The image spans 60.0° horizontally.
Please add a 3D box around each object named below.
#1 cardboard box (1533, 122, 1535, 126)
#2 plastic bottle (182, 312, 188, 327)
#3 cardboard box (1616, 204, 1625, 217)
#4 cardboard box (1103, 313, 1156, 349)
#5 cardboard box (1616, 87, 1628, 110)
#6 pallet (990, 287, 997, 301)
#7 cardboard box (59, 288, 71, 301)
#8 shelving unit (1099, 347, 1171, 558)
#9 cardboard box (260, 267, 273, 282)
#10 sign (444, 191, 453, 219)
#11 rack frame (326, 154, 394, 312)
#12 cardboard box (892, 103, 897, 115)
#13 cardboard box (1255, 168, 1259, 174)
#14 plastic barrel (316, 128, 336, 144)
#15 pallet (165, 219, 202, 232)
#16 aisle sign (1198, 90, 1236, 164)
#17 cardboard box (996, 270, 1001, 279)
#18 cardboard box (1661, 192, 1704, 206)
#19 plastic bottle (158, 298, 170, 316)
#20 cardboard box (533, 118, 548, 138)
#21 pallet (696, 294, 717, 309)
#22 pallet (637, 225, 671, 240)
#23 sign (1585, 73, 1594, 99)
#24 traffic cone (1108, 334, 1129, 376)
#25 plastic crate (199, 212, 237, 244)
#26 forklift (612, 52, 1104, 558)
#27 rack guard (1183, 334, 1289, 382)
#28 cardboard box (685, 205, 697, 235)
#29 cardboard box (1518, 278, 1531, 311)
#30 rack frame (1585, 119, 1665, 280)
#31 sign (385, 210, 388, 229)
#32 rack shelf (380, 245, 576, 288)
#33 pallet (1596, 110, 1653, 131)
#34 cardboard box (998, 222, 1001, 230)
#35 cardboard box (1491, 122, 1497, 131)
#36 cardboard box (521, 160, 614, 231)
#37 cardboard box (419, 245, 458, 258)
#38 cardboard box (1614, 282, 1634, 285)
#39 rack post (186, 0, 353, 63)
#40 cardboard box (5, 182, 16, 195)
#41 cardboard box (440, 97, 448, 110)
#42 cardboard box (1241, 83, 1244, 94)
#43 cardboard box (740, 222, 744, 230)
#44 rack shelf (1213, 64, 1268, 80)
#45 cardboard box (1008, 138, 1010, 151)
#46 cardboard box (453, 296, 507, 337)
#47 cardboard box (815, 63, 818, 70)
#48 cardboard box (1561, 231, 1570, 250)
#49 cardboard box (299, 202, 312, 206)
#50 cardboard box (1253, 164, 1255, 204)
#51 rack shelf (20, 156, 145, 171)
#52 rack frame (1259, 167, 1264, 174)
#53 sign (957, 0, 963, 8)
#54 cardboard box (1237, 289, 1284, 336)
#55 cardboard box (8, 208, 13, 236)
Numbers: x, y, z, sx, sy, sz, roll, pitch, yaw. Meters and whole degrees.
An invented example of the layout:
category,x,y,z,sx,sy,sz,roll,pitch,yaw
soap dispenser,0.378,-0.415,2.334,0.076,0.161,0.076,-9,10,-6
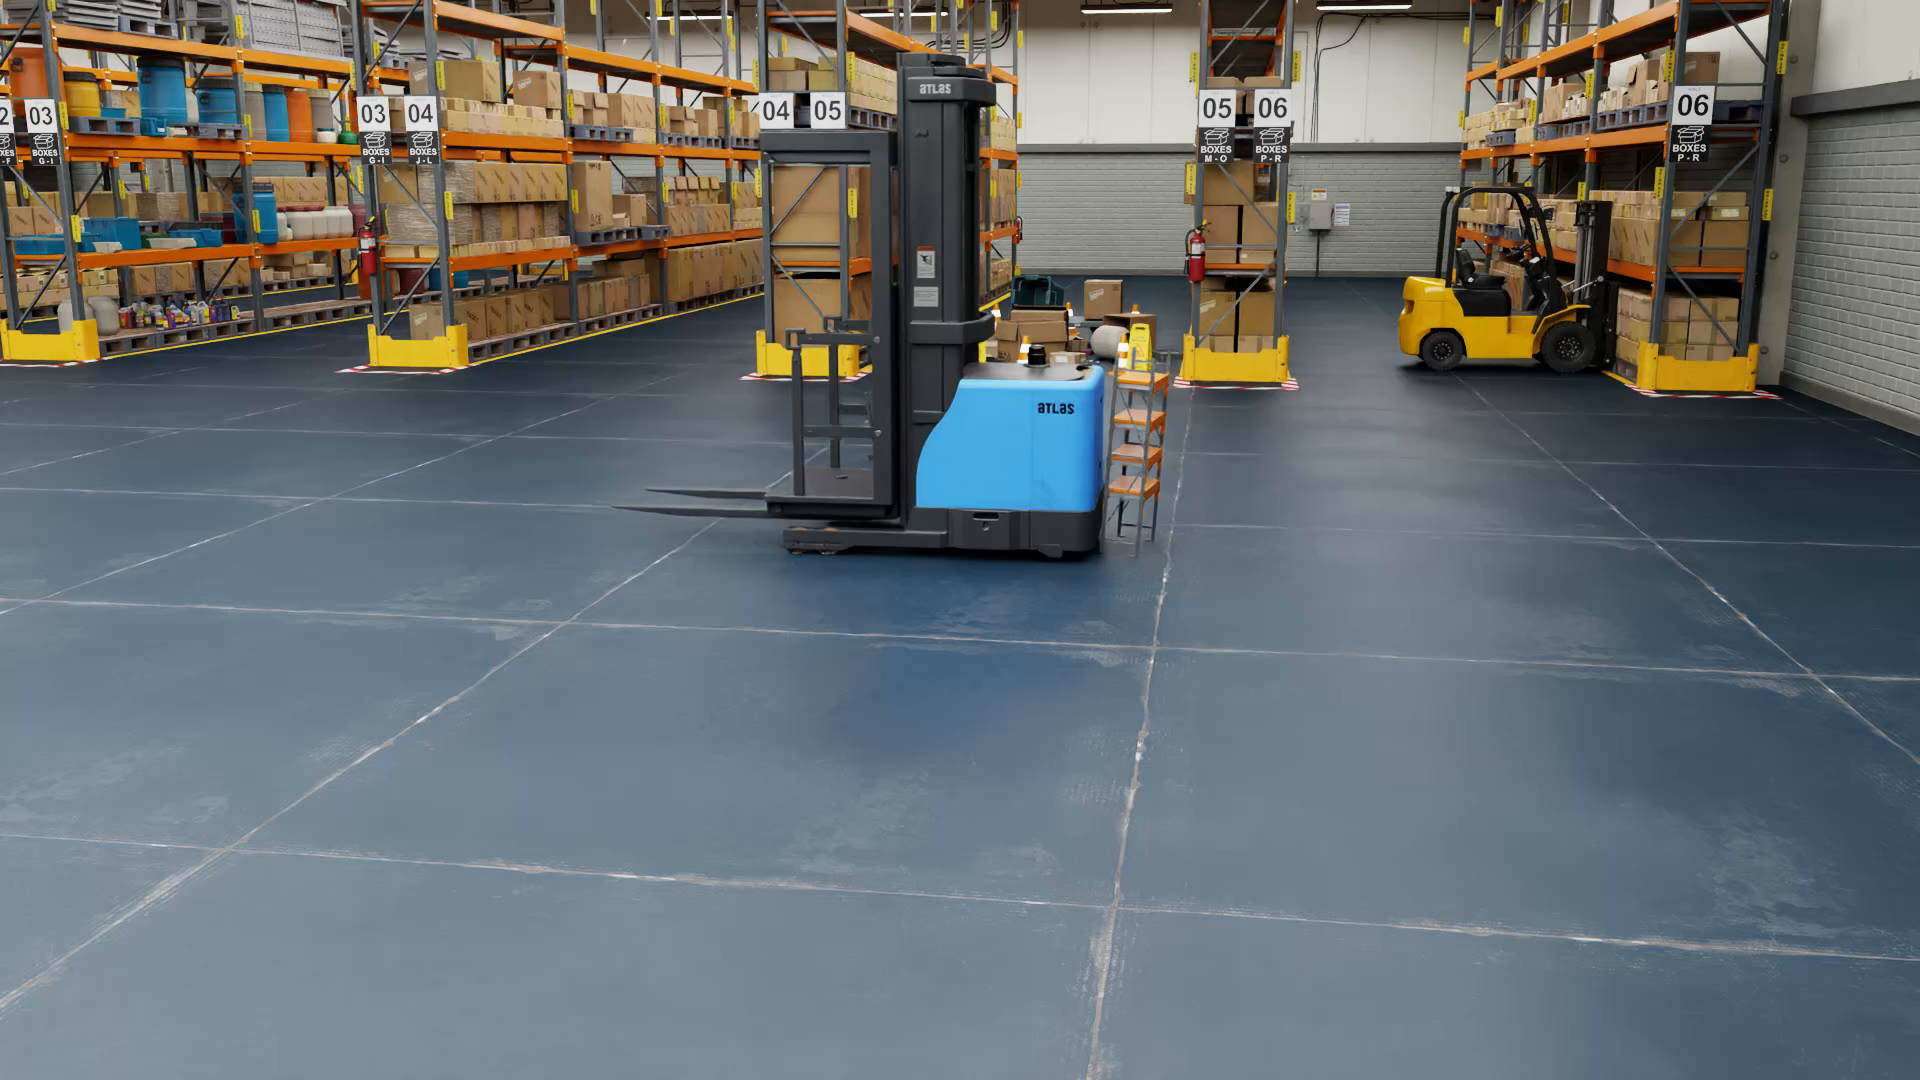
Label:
category,x,y,z,sx,sy,sz,roll,pitch,yaw
cardboard box,9.136,-6.511,25.877,0.380,0.149,0.250,2,12,7
plastic bottle,-10.891,-3.092,23.319,0.097,0.201,0.097,0,12,0
cardboard box,8.079,-3.943,19.891,0.380,0.149,0.250,2,12,7
cardboard box,2.231,-2.716,21.905,0.500,0.500,0.500,-10,16,-40
cardboard box,8.117,-5.312,19.985,0.396,0.266,0.258,2,12,7
pallet,0.132,-4.698,31.794,1.003,0.211,1.213,2,12,9
cardboard box,-15.221,-4.123,28.035,0.500,0.250,0.500,2,12,10
shelving unit,1.069,-0.541,10.119,0.258,1.200,0.503,7,14,16
cardboard box,-14.331,-5.405,33.792,0.500,0.311,0.500,2,12,9
sign,-6.131,-4.010,19.925,0.100,0.325,0.005,2,12,9
rack frame,-10.331,-5.430,28.570,1.000,3.000,0.127,2,12,9
cardboard box,-1.023,-5.607,21.634,0.380,0.149,0.250,2,12,9
cardboard box,5.276,-6.693,30.281,0.380,0.149,0.250,2,12,8
plastic barrel,-10.296,-6.557,27.005,0.301,0.262,0.301,0,12,0
pallet,-14.930,-5.903,31.218,1.003,0.211,1.213,2,12,9
aisle sign,2.829,-4.551,18.318,0.394,0.787,0.004,2,12,9
cardboard box,0.599,-5.213,32.628,0.380,0.149,0.250,2,12,8
cardboard box,7.877,-3.716,18.133,0.380,0.149,0.250,2,12,9
plastic bottle,-11.509,-3.324,24.040,0.144,0.351,0.185,1,12,6
cardboard box,-5.955,-5.618,22.679,0.500,0.250,0.500,2,12,10
pallet,-5.051,-4.321,30.045,1.003,0.211,1.213,2,12,9
pallet,-5.441,-5.024,27.141,1.213,0.211,1.003,2,12,9
sign,8.108,-5.844,21.398,0.100,0.325,0.005,2,12,9
traffic cone,1.916,-2.174,19.485,0.336,0.463,0.334,2,12,9
plastic crate,-11.174,-4.739,25.213,0.402,0.464,0.583,2,12,9
forklift,-0.636,-1.448,10.253,3.031,2.935,1.130,2,12,8
rack guard,3.137,-2.077,18.945,1.175,0.500,0.348,2,12,9
cardboard box,-4.941,-5.625,29.237,0.500,0.500,0.500,2,12,8
cardboard box,9.113,-3.867,26.253,0.500,0.500,0.500,2,12,10
rack frame,8.645,-3.956,21.729,1.000,3.000,0.127,2,12,9
sign,-9.786,-5.494,28.477,0.100,0.325,0.005,2,12,9
rack shelf,-6.360,-3.669,22.106,1.077,0.370,4.000,2,12,9
pallet,8.540,-5.201,20.595,1.003,0.211,1.213,2,12,9
cardboard box,0.585,-6.122,32.376,0.380,0.149,0.250,2,12,11
cardboard box,9.363,-7.117,28.639,0.380,0.149,0.250,2,12,9
cardboard box,-5.791,-5.096,24.601,1.000,1.000,1.000,2,12,9
cardboard box,-6.388,-3.533,20.364,0.380,0.149,0.250,2,12,9
cardboard box,8.172,-3.109,20.957,0.500,0.250,0.500,2,12,9
rack post,-10.728,-8.041,25.968,1.013,1.000,3.121,2,12,9
cardboard box,-19.324,-7.049,33.311,0.500,0.250,0.500,2,12,10
cardboard box,-6.396,-5.242,19.987,0.380,0.149,0.250,2,12,8
cardboard box,3.185,-5.358,19.820,0.380,0.149,0.250,2,12,7
cardboard box,-4.407,-6.085,32.205,0.380,0.149,0.250,1,12,7
rack shelf,4.663,-7.750,27.753,1.077,0.370,4.000,2,12,9
cardboard box,0.710,-7.834,32.959,0.500,0.250,0.500,2,12,11
cardboard box,-6.381,-2.972,22.102,0.500,0.500,0.500,3,13,14
cardboard box,-1.908,-5.702,20.183,0.380,0.149,0.250,2,12,9
cardboard box,8.536,-4.101,22.758,0.500,0.250,0.500,2,12,8
cardboard box,-14.030,-6.887,35.092,0.500,0.500,0.500,2,12,8
cardboard box,3.264,-4.394,20.444,0.700,0.500,0.500,2,12,8
rack shelf,-19.197,-8.115,35.615,1.077,0.370,4.000,2,12,9
rack frame,4.971,-5.781,30.199,1.000,3.000,0.127,2,12,9
sign,-0.002,-8.537,26.155,0.100,0.325,0.005,2,12,9
cardboard box,3.525,-2.675,19.535,0.500,0.500,0.500,1,12,7
cardboard box,-15.625,-5.077,26.692,0.500,0.500,0.500,3,12,13
